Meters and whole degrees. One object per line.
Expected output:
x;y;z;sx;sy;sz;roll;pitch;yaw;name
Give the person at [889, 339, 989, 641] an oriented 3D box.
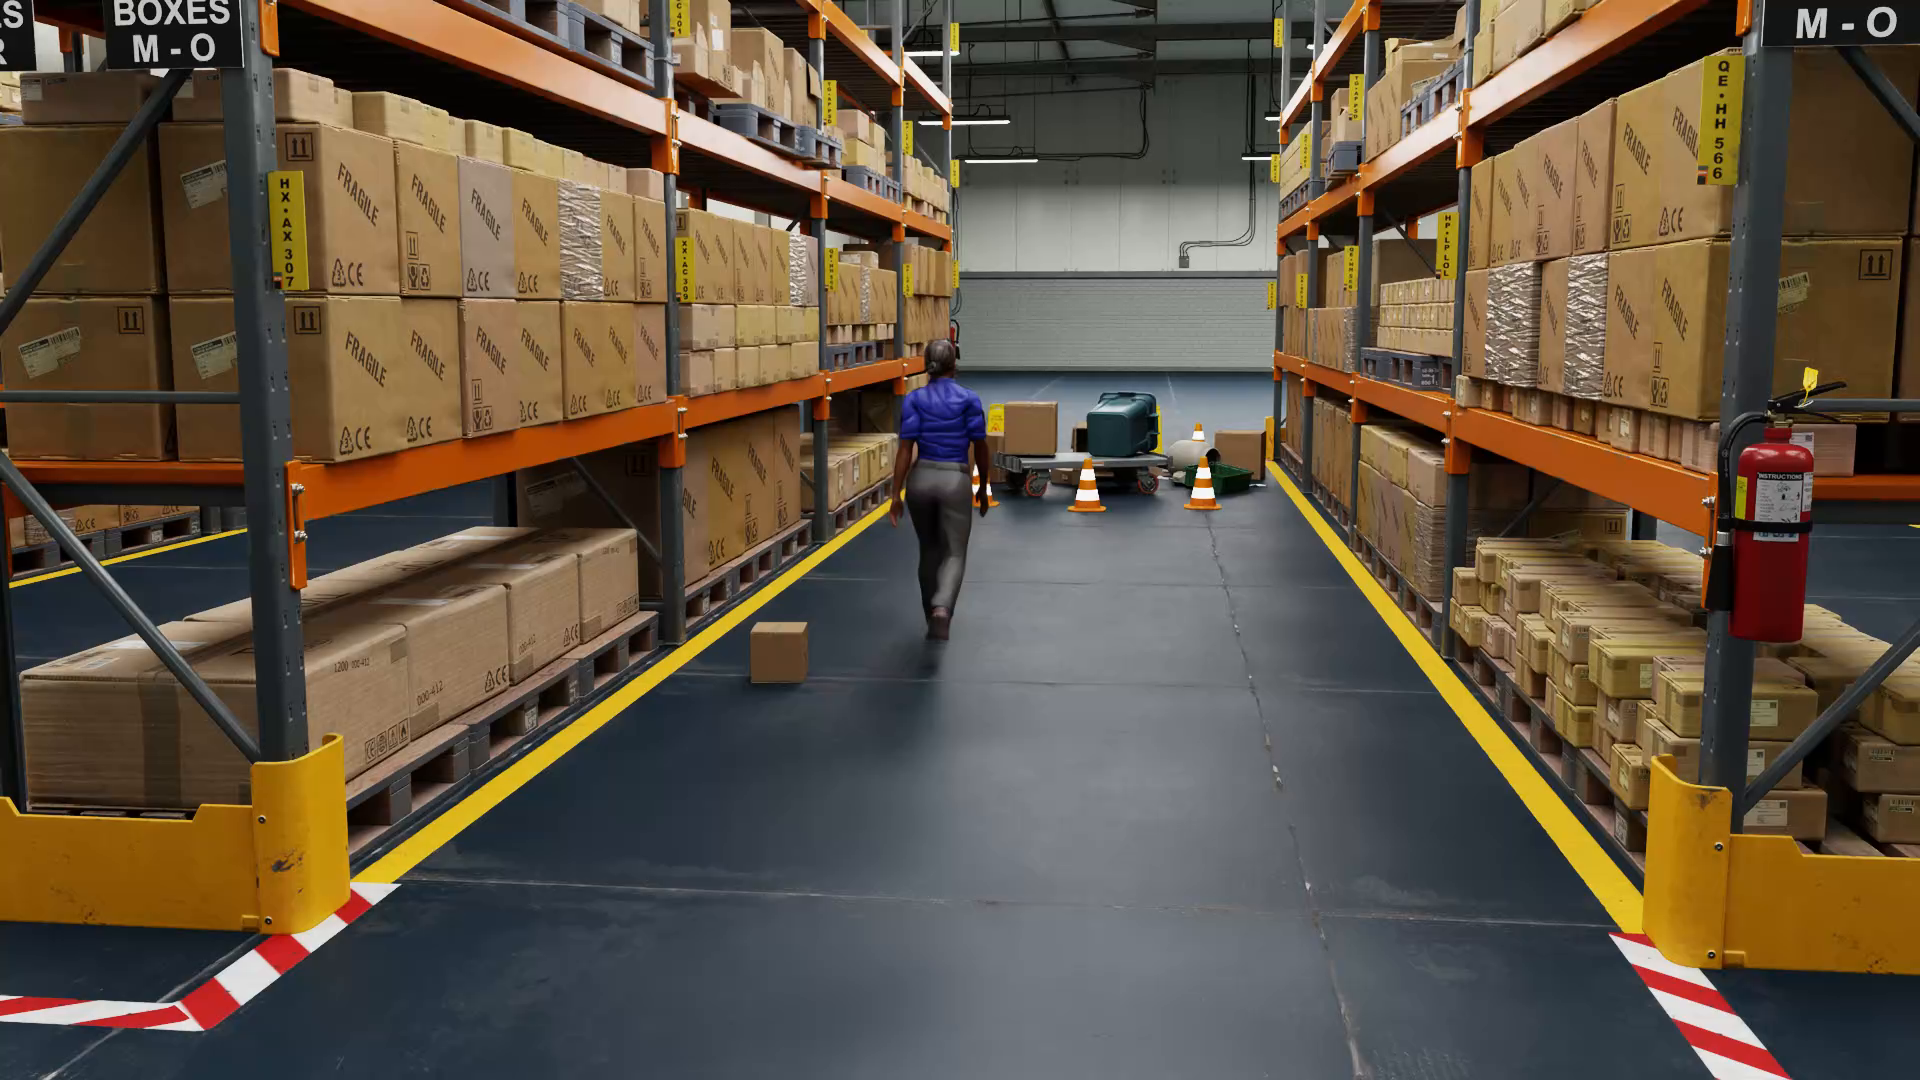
-0.107;-0.255;8.769;0.492;1.599;1.001;1;8;10;person
